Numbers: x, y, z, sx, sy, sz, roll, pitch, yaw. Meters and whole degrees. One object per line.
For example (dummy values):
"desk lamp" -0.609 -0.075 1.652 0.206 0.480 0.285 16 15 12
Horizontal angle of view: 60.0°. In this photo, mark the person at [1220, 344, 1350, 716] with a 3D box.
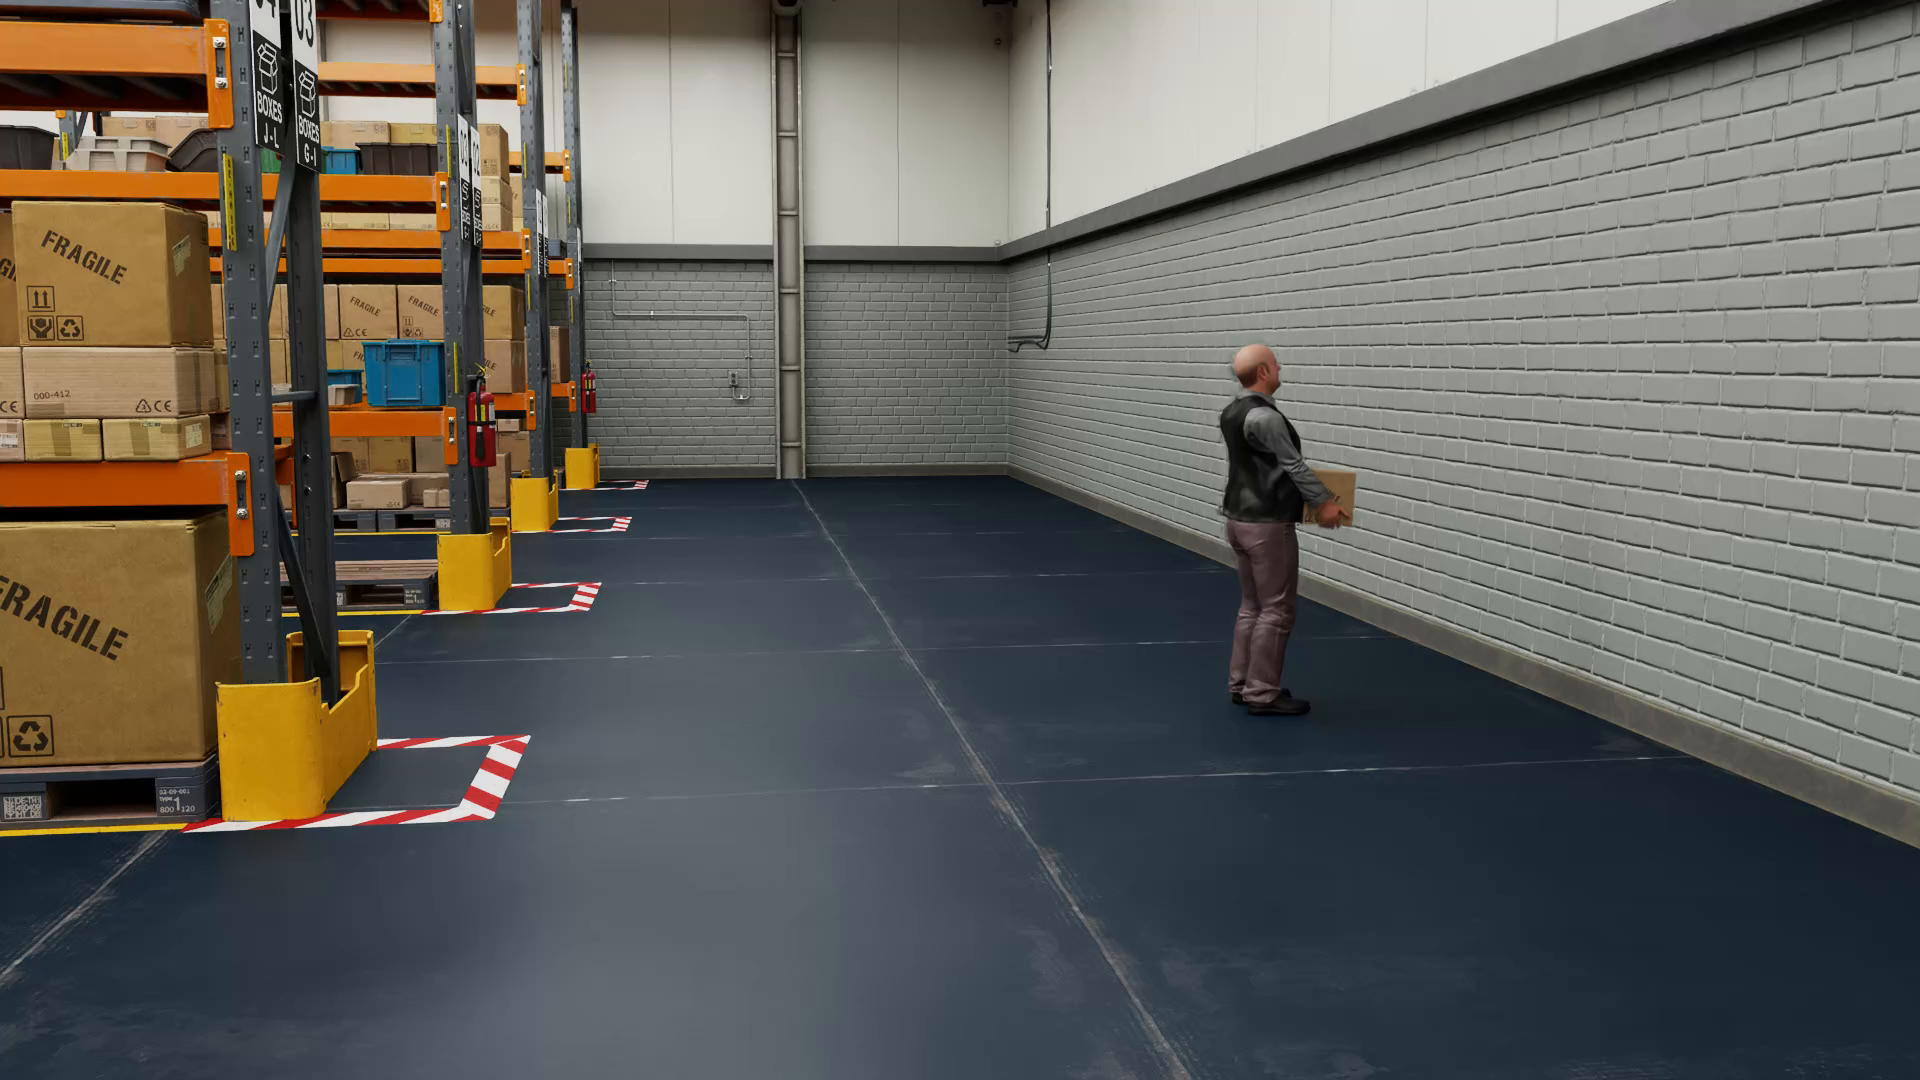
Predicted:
"person" 1.519 -0.057 7.840 0.550 1.719 0.499 -1 7 -8
